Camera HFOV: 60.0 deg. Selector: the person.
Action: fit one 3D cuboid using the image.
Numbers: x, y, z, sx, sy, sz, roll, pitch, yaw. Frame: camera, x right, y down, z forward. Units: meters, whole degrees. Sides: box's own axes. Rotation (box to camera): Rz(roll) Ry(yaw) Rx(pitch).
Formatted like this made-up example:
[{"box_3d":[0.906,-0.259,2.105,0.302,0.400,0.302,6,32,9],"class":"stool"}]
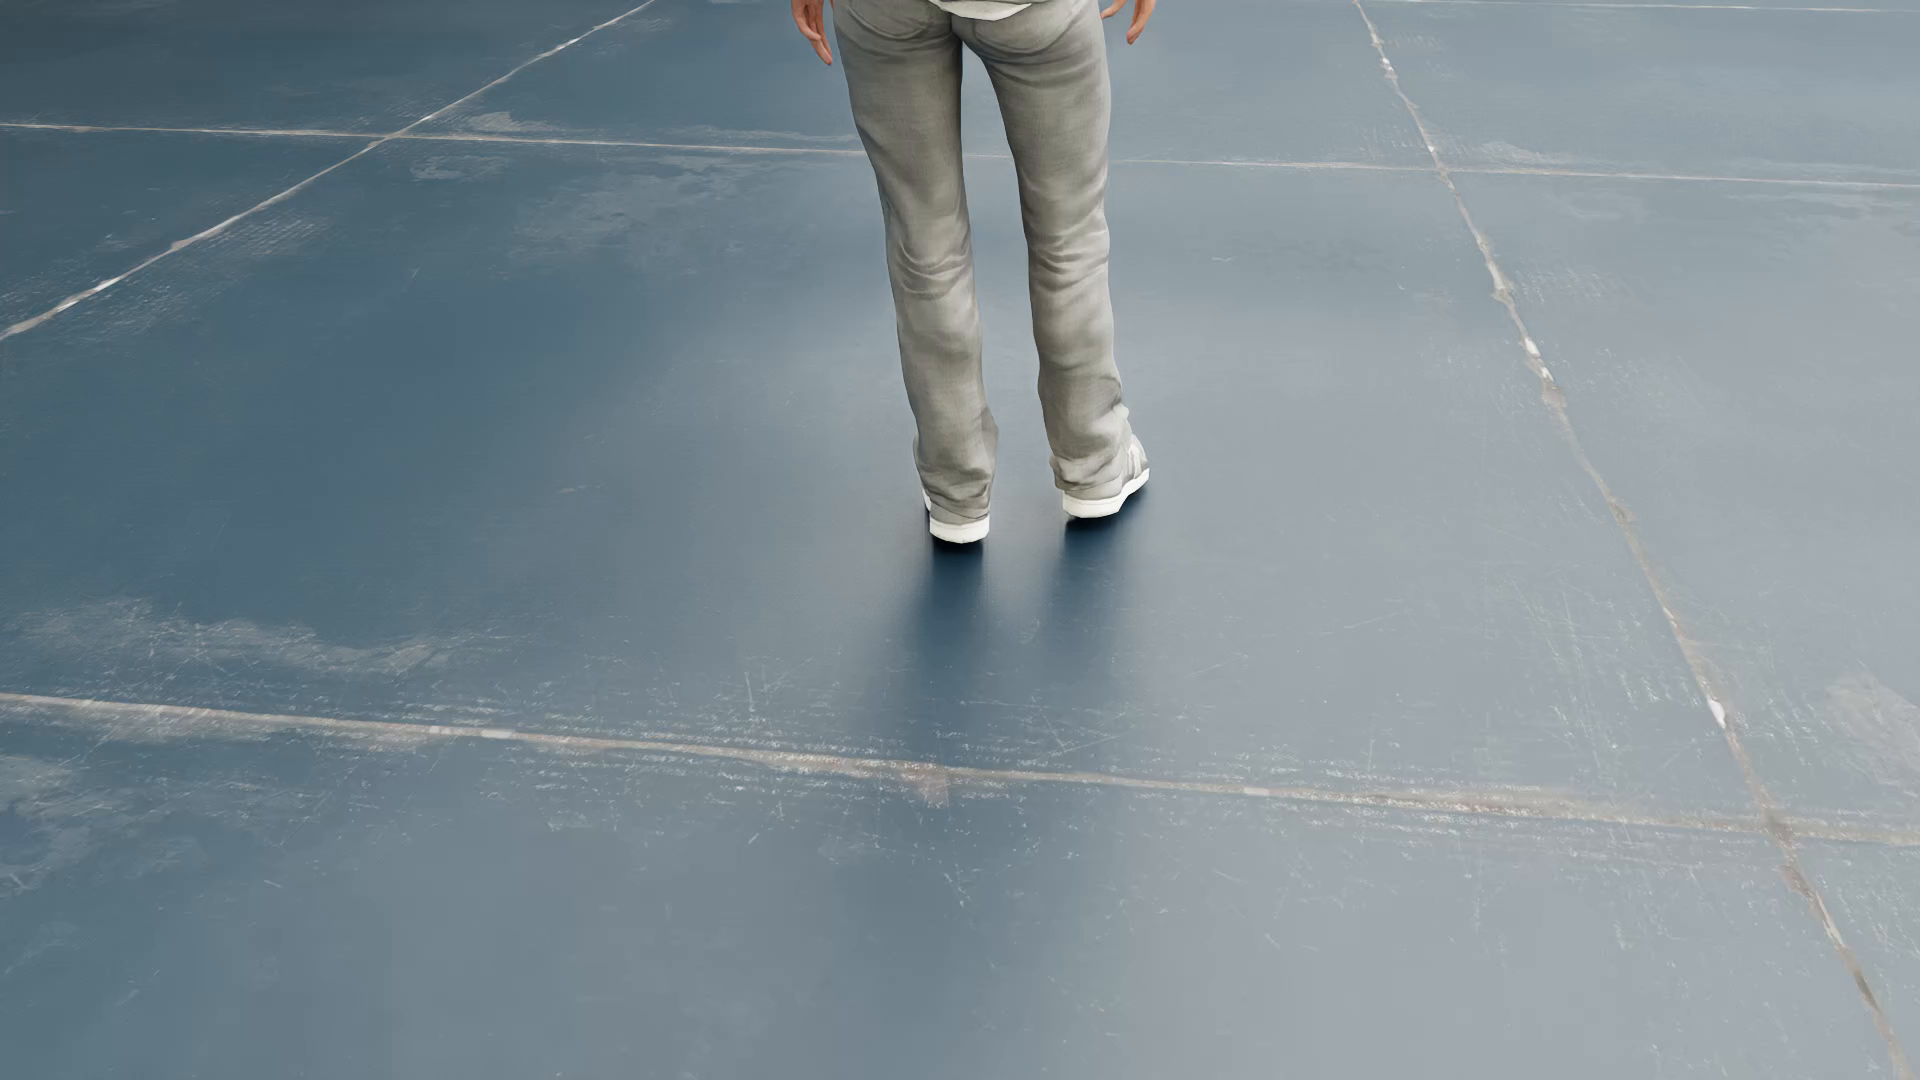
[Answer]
[{"box_3d":[0.024,-0.753,2.204,0.519,1.598,0.474,3,27,7],"class":"person"}]
